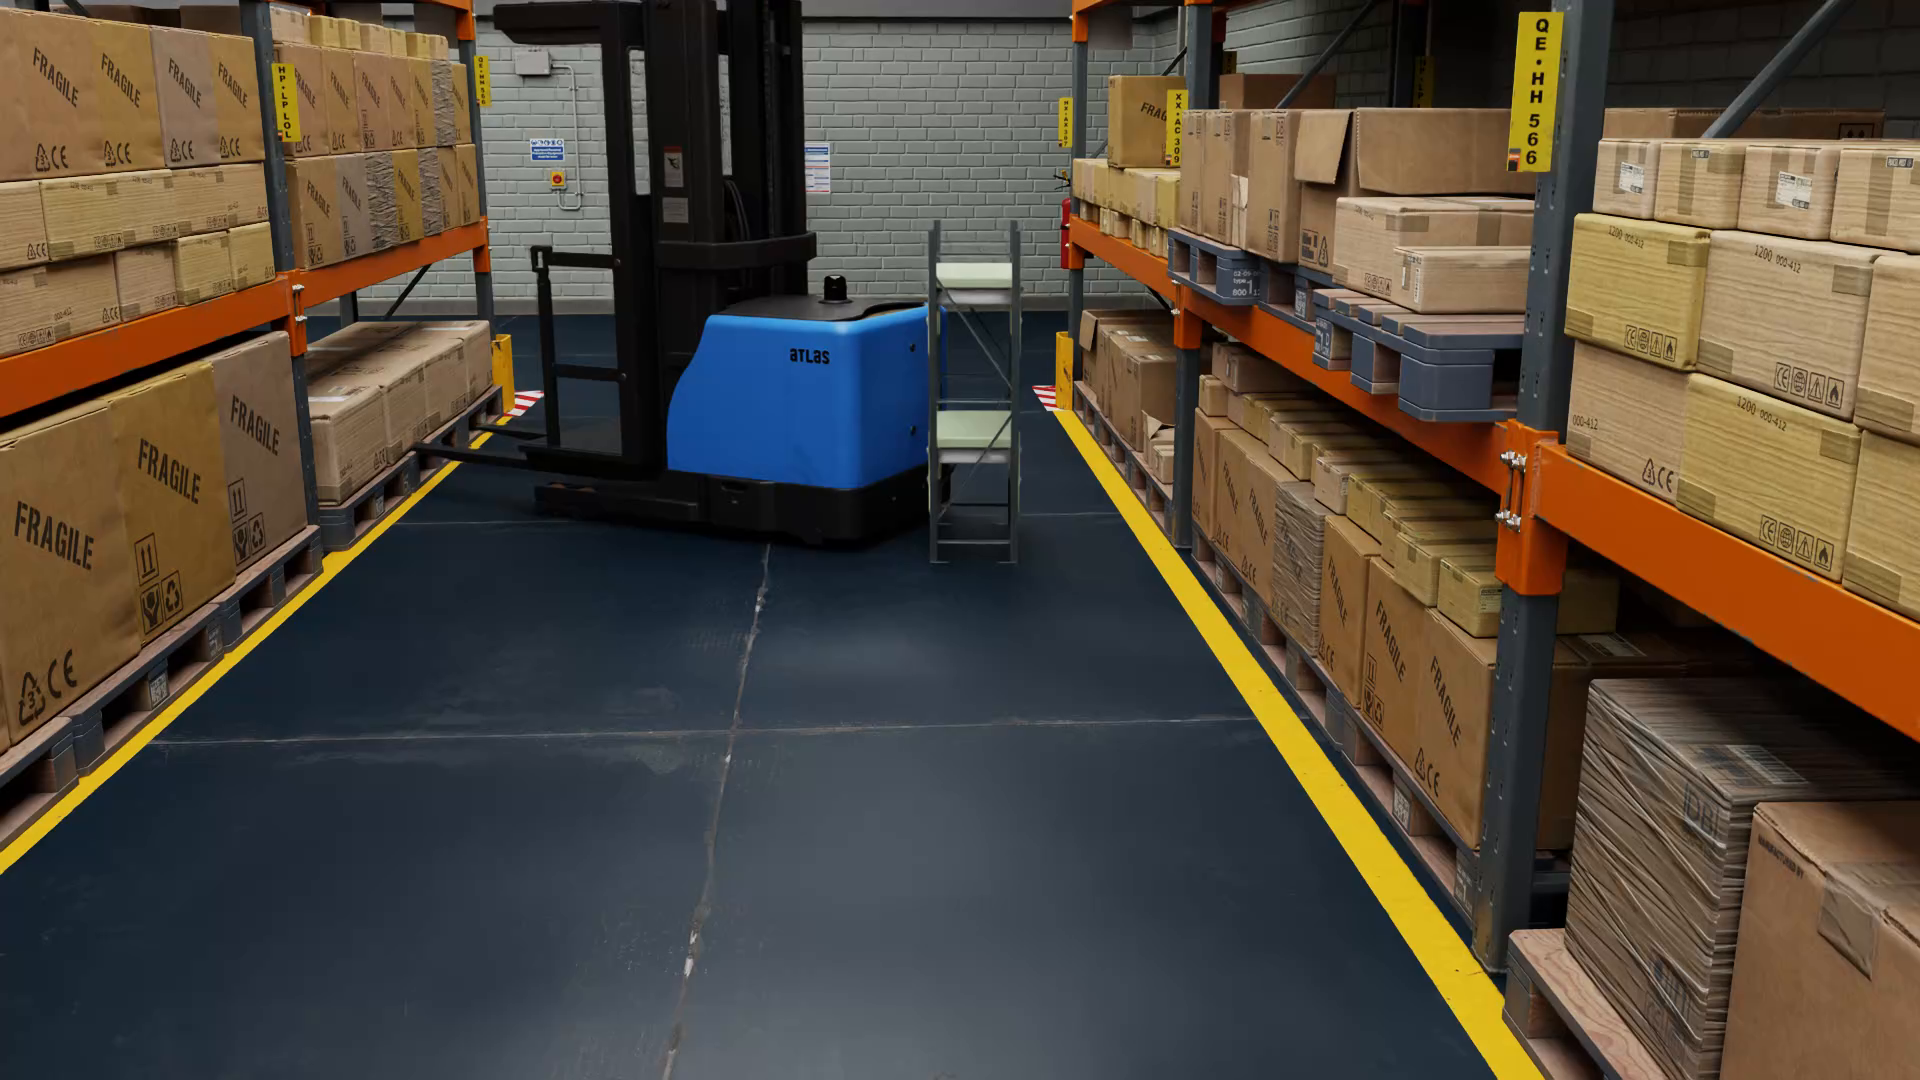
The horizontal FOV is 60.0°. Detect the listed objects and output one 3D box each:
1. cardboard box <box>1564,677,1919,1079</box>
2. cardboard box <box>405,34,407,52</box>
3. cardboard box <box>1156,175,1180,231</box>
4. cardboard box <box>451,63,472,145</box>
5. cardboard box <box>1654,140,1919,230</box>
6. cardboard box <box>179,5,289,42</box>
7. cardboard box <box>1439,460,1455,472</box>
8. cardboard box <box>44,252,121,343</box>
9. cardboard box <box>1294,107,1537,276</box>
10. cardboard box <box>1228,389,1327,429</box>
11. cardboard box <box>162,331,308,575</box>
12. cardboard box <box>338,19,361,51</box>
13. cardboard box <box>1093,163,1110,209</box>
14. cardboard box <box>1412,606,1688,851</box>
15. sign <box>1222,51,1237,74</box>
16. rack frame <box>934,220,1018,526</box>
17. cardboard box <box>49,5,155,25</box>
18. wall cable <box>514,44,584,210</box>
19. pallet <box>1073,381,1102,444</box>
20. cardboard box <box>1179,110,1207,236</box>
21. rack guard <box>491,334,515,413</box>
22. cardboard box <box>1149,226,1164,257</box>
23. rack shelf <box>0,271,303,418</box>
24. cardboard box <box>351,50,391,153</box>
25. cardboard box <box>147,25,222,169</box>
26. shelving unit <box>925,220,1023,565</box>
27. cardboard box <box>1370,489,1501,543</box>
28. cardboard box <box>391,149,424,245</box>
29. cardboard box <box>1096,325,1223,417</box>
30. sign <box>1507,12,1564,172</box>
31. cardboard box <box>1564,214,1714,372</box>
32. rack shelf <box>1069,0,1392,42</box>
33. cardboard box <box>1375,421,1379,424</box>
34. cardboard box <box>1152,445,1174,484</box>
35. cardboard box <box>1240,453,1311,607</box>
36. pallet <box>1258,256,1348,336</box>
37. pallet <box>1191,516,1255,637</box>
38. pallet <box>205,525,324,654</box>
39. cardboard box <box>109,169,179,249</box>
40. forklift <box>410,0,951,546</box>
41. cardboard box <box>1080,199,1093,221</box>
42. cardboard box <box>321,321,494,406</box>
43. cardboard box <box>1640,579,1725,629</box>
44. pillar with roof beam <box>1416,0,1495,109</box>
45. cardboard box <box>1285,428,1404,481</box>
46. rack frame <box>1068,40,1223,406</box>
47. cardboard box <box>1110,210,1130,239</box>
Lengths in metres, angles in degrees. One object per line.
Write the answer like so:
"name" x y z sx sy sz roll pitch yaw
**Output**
"cardboard box" 1.783 0.670 3.325 0.875 0.625 0.625 0 14 -2
"cardboard box" -3.410 -2.849 9.572 0.380 0.149 0.250 -1 14 -4
"cardboard box" 1.235 -1.621 8.010 0.500 0.250 0.500 -1 14 -2
"cardboard box" -3.424 -2.760 10.527 0.500 0.500 0.500 0 14 -2
"cardboard box" 1.501 -0.644 3.008 0.380 0.149 0.250 -1 14 -2
"cardboard box" -3.205 -2.278 7.353 0.380 0.149 0.250 -1 14 -4
"cardboard box" 1.929 -0.262 5.896 0.380 0.149 0.250 -1 15 -6
"cardboard box" -3.086 -0.788 5.370 0.500 0.250 0.500 -1 14 -3
"cardboard box" 1.472 -1.088 5.186 0.797 0.503 0.637 -1 14 -5
"cardboard box" 1.361 -0.573 7.104 0.380 0.149 0.250 -1 14 -5
"cardboard box" -3.326 -0.370 6.868 0.875 0.875 0.875 0 14 -2
"cardboard box" -3.236 -2.534 8.346 0.380 0.149 0.250 -1 14 -5
"cardboard box" 1.087 -2.124 9.967 0.500 0.250 0.500 -1 14 -4
"cardboard box" 1.517 0.474 4.340 0.500 0.500 0.500 0 14 -2
"sign" 1.817 -3.139 11.248 0.100 0.325 0.005 -1 14 -3
"rack frame" 0.074 -0.800 8.124 0.400 1.500 0.023 0 14 1
"cardboard box" -3.781 -2.267 7.310 0.380 0.149 0.250 -1 14 -5
"wall cable" -4.065 -4.253 16.435 0.585 1.953 0.123 -1 14 -3
"pallet" 1.317 -0.854 10.921 1.003 0.211 1.213 -1 14 -3
"cardboard box" 1.317 -1.555 7.005 0.700 0.500 0.500 -1 14 -2
"rack guard" -3.693 -1.139 11.451 1.175 0.500 0.348 -1 14 -3
"cardboard box" 1.160 -1.509 8.376 0.380 0.149 0.250 -1 14 -2
"rack shelf" -3.320 -0.503 5.406 1.077 0.370 4.000 -1 14 -3
"cardboard box" -3.277 -2.257 8.572 0.500 0.500 0.500 -1 14 -2
"cardboard box" -3.126 -1.646 6.196 0.500 0.500 0.500 -1 14 -2
"shelving unit" 0.069 -0.708 7.770 0.431 1.500 0.755 0 14 1
"cardboard box" 1.483 -0.058 5.102 0.380 0.149 0.250 0 14 -2
"cardboard box" -3.295 -1.895 9.172 0.500 0.500 0.500 0 14 -2
"cardboard box" 1.219 -1.047 10.251 0.700 0.500 0.500 0 14 -1
"sign" 1.217 -0.943 3.509 0.100 0.325 0.005 -1 14 -3
"cardboard box" 1.516 -0.487 3.196 0.500 0.250 0.500 -1 14 -3
"rack shelf" 1.386 -3.028 9.200 1.077 0.370 4.000 -1 14 -3
"cardboard box" 1.866 -0.521 6.903 0.380 0.149 0.250 -1 14 -3
"cardboard box" 1.182 -0.383 8.375 0.380 0.149 0.250 -1 14 -5
"cardboard box" 1.385 -0.039 6.332 0.500 0.500 0.500 -1 14 -5
"pallet" 1.633 -0.822 5.588 1.003 0.211 1.213 -1 14 -3
"pallet" 1.598 0.126 7.115 1.003 0.211 1.213 -1 14 -3
"pallet" -3.321 0.192 6.856 1.003 0.211 1.213 -1 14 -3
"cardboard box" -3.098 -1.160 5.812 0.500 0.250 0.500 -1 14 -2
"forklift" -1.599 -1.628 8.471 3.031 2.935 1.130 7 16 26
"cardboard box" 1.009 -2.214 11.115 0.380 0.149 0.250 -1 14 -4
"cardboard box" -3.551 -1.144 10.751 0.875 0.438 0.875 -1 14 -5
"cardboard box" 2.036 0.127 4.386 0.380 0.149 0.250 0 14 -1
"pillar with roof beam" -1.930 -4.453 7.272 9.100 9.000 0.400 -1 14 -3
"cardboard box" 1.410 -0.316 6.108 0.380 0.149 0.250 0 14 -1
"rack frame" 1.262 -2.421 11.418 1.000 3.000 0.127 -1 14 -3
"cardboard box" 1.075 -1.827 9.613 0.380 0.149 0.250 -1 14 -2
